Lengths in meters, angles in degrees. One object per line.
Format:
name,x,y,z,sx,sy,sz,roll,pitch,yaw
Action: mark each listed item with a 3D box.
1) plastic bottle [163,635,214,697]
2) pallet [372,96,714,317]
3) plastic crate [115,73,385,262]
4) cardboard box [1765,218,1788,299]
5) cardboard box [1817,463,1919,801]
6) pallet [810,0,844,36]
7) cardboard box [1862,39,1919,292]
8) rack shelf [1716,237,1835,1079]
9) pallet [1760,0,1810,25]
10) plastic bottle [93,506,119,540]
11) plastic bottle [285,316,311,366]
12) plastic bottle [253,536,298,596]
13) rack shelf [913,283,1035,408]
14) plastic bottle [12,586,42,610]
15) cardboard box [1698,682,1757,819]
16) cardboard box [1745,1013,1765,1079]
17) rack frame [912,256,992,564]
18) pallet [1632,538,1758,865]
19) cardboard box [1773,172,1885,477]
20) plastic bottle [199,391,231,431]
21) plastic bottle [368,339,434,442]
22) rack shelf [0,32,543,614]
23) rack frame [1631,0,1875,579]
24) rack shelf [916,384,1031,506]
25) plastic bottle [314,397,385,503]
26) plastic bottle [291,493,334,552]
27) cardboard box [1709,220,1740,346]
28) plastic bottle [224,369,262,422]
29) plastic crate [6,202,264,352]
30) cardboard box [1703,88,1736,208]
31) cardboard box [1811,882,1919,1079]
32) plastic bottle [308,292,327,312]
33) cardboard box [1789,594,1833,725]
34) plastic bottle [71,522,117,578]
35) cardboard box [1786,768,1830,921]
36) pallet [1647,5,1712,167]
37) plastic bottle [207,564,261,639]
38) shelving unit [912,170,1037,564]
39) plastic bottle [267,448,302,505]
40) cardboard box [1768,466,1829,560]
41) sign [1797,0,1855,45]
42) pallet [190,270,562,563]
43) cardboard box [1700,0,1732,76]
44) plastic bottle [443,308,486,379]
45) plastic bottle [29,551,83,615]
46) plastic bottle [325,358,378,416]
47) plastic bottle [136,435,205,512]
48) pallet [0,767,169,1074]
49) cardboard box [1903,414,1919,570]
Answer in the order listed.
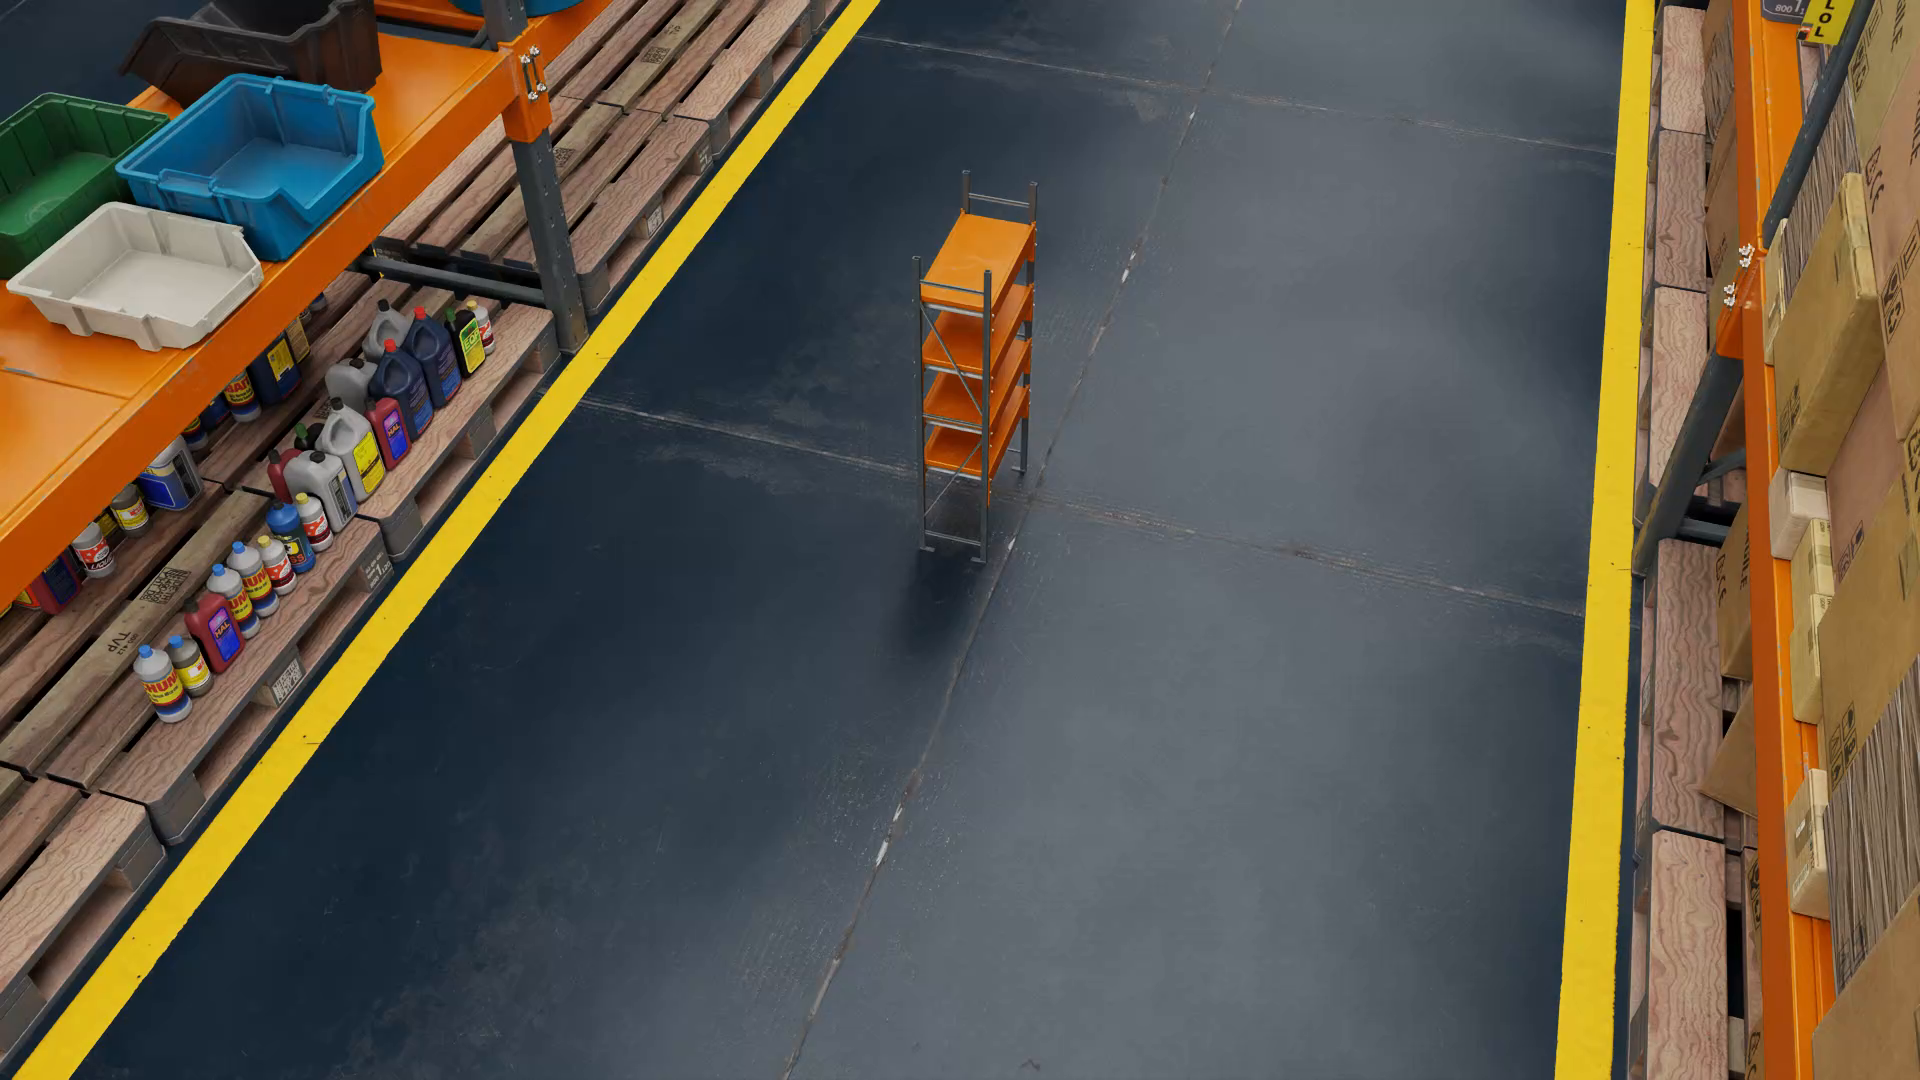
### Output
plastic bottle,-2.290,0.362,4.921,0.097,0.201,0.097,0,44,0
pallet,-1.755,-1.470,7.102,1.003,0.211,1.213,13,46,13
plastic crate,-2.032,-1.087,4.822,0.499,0.251,0.616,13,46,13
cardboard box,2.413,-0.717,4.517,0.380,0.149,0.250,13,46,13
cardboard box,2.138,0.264,3.052,0.875,0.500,0.500,13,46,13
pallet,-1.016,-3.097,8.764,1.003,0.211,1.213,13,46,13
cardboard box,2.236,-0.806,3.430,0.500,0.500,0.500,13,46,13
rack shelf,2.159,0.704,3.400,1.077,0.370,4.000,13,46,13
pallet,3.415,-2.156,5.945,1.003,0.211,1.213,13,46,13
plastic bottle,-2.838,-0.162,5.351,0.144,0.351,0.185,14,46,14
plastic bottle,-2.441,-0.759,6.008,0.061,0.283,0.133,13,46,13
plastic bottle,-2.157,0.070,5.220,0.097,0.201,0.097,0,44,0
rack shelf,0.050,-0.651,5.334,0.258,0.148,0.480,13,46,13
plastic bottle,-2.927,0.068,5.169,0.152,0.276,0.135,13,46,13
cardboard box,2.439,0.499,4.583,0.500,0.500,0.500,27,50,25
cardboard box,2.114,1.292,3.772,0.500,0.500,0.500,17,47,16
rack frame,-0.024,-0.377,5.277,0.240,1.200,0.015,13,46,13
pallet,2.595,0.566,5.021,1.003,0.211,1.213,13,46,13
cardboard box,2.384,-0.416,3.746,0.875,0.500,0.500,13,46,13
plastic bottle,-2.653,-0.570,5.767,0.144,0.351,0.185,11,45,11
plastic bottle,-1.935,-0.527,5.724,0.144,0.351,0.185,10,45,10
rack shelf,-2.562,-0.345,4.472,1.077,0.370,4.000,13,46,13
rack frame,2.764,-0.886,4.511,1.000,3.000,0.127,13,46,13
rack shelf,0.050,-0.349,5.629,0.258,0.148,0.480,13,46,13
plastic bottle,-2.032,-0.312,5.504,0.144,0.351,0.185,12,46,12
plastic bottle,-2.095,-0.067,5.360,0.097,0.201,0.097,0,44,0
cardboard box,3.133,-0.869,5.966,0.700,0.500,0.500,12,46,12
plastic bottle,-2.525,-0.545,5.798,0.097,0.271,0.097,0,44,0
plastic crate,-2.206,-0.705,4.514,0.530,0.136,0.437,13,46,13
cardboard box,3.471,-1.614,6.727,0.700,0.500,0.500,16,47,16
cardboard box,1.783,0.919,2.382,0.875,0.500,0.500,13,46,13
plastic bottle,-2.470,-0.998,6.261,0.097,0.271,0.097,0,44,0
cardboard box,1.971,0.286,3.493,0.380,0.149,0.250,13,46,13
plastic bottle,-2.760,0.016,5.275,0.097,0.201,0.097,0,44,0
cardboard box,1.797,0.614,3.157,0.380,0.149,0.250,13,46,13
pallet,3.738,-2.035,7.679,1.003,0.211,1.213,13,46,13
plastic bottle,-2.218,0.178,5.060,0.097,0.271,0.097,0,44,0
shelving unit,0.050,-0.539,5.443,0.258,1.200,0.503,13,46,13
plastic bottle,-2.187,-0.203,5.440,0.061,0.283,0.133,13,46,13
cardboard box,2.094,-0.054,3.840,0.380,0.149,0.250,13,46,13
sign,2.234,-1.415,4.224,0.100,0.325,0.005,13,46,13
pallet,-2.199,-0.500,6.110,1.003,0.211,1.213,13,46,13
cardboard box,3.792,-2.365,7.495,0.700,0.500,0.500,10,45,10
plastic bottle,-1.787,-0.731,5.980,0.061,0.283,0.133,15,46,15
plastic bottle,-2.825,0.088,5.143,0.061,0.283,0.133,13,46,13
plastic bottle,-2.083,-0.515,5.765,0.152,0.276,0.135,13,46,13
plastic bottle,-2.633,-0.245,5.489,0.152,0.276,0.135,13,46,13
pallet,-2.938,1.127,4.448,1.003,0.211,1.213,13,46,13
cardboard box,1.943,-0.137,2.746,0.500,0.500,0.500,13,46,13
